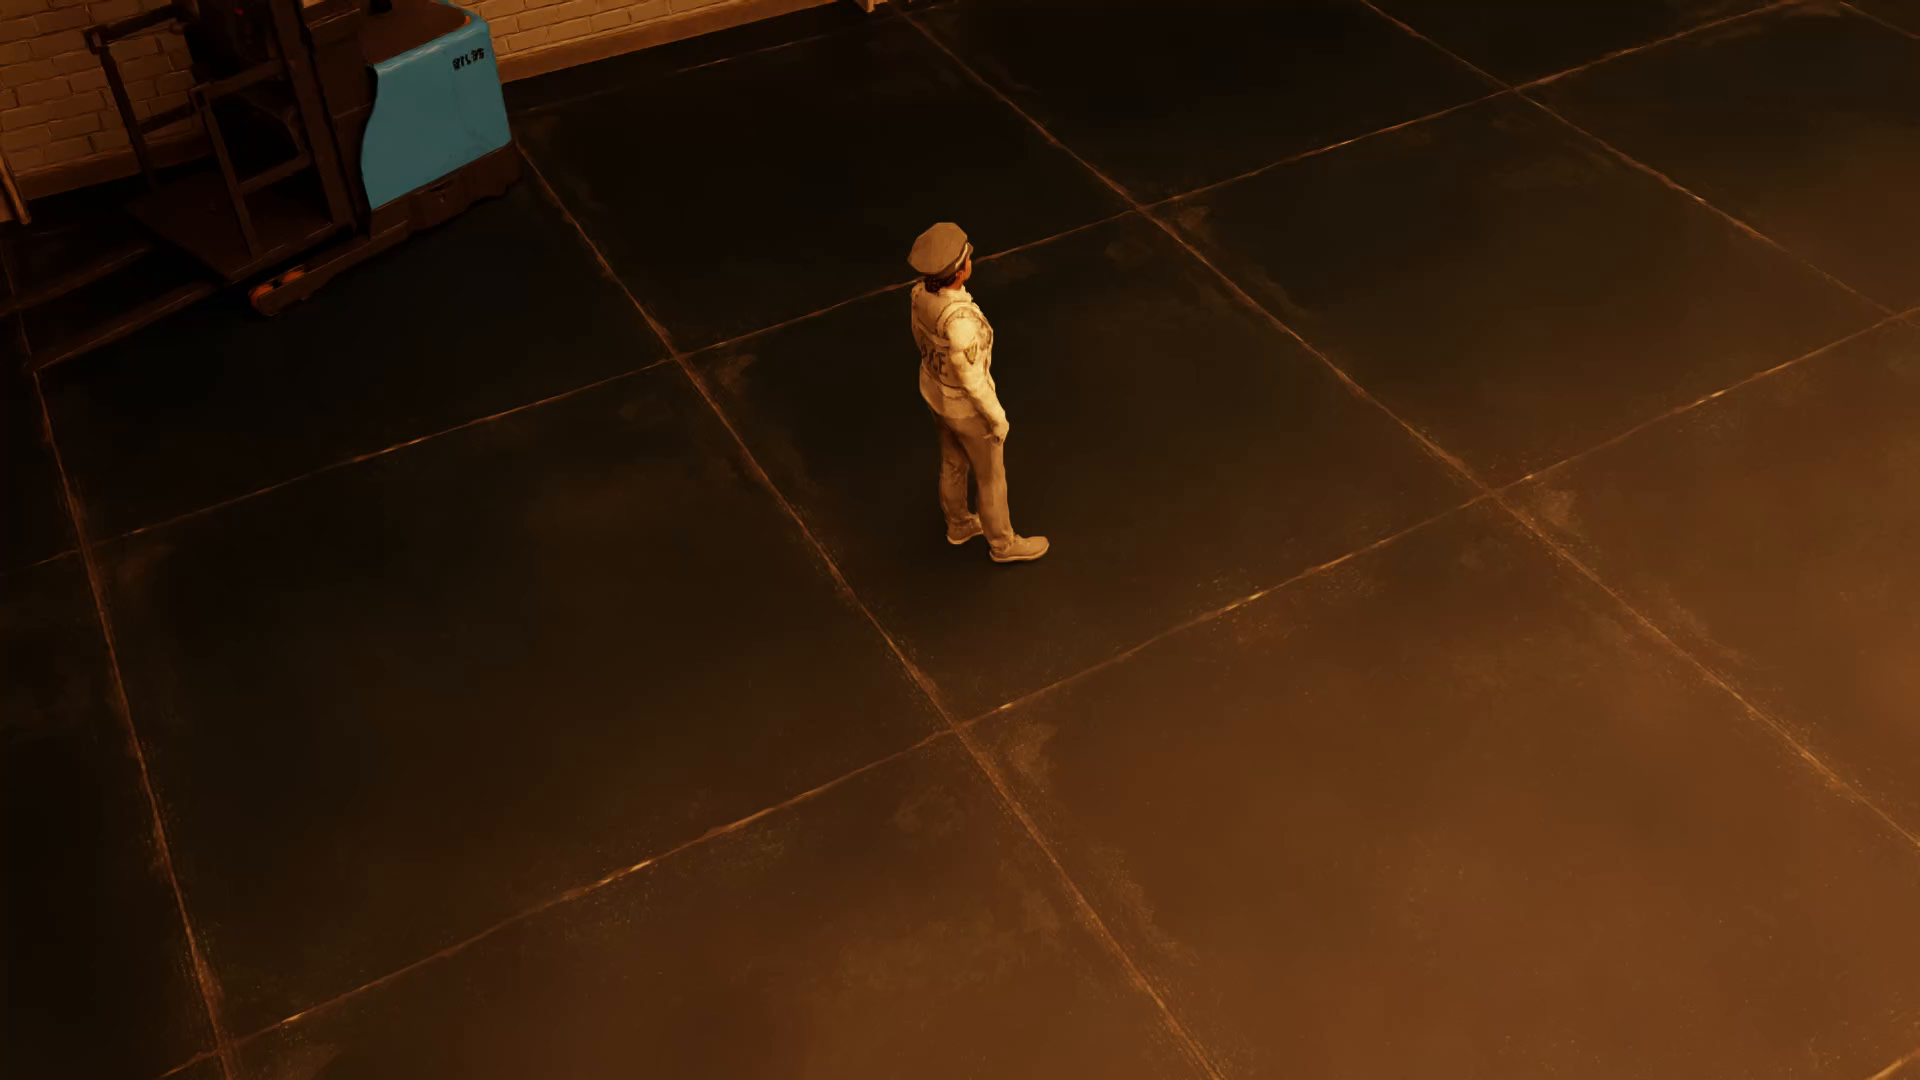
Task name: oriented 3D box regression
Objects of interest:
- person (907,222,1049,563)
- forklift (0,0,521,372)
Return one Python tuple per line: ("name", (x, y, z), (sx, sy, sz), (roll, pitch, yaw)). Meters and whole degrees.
("person", (0.062, -0.646, 7.292), (0.532, 1.695, 0.586), (-21, 47, -21))
("forklift", (-4.012, -2.700, 8.609), (1.130, 2.935, 3.031), (30, 50, 28))
